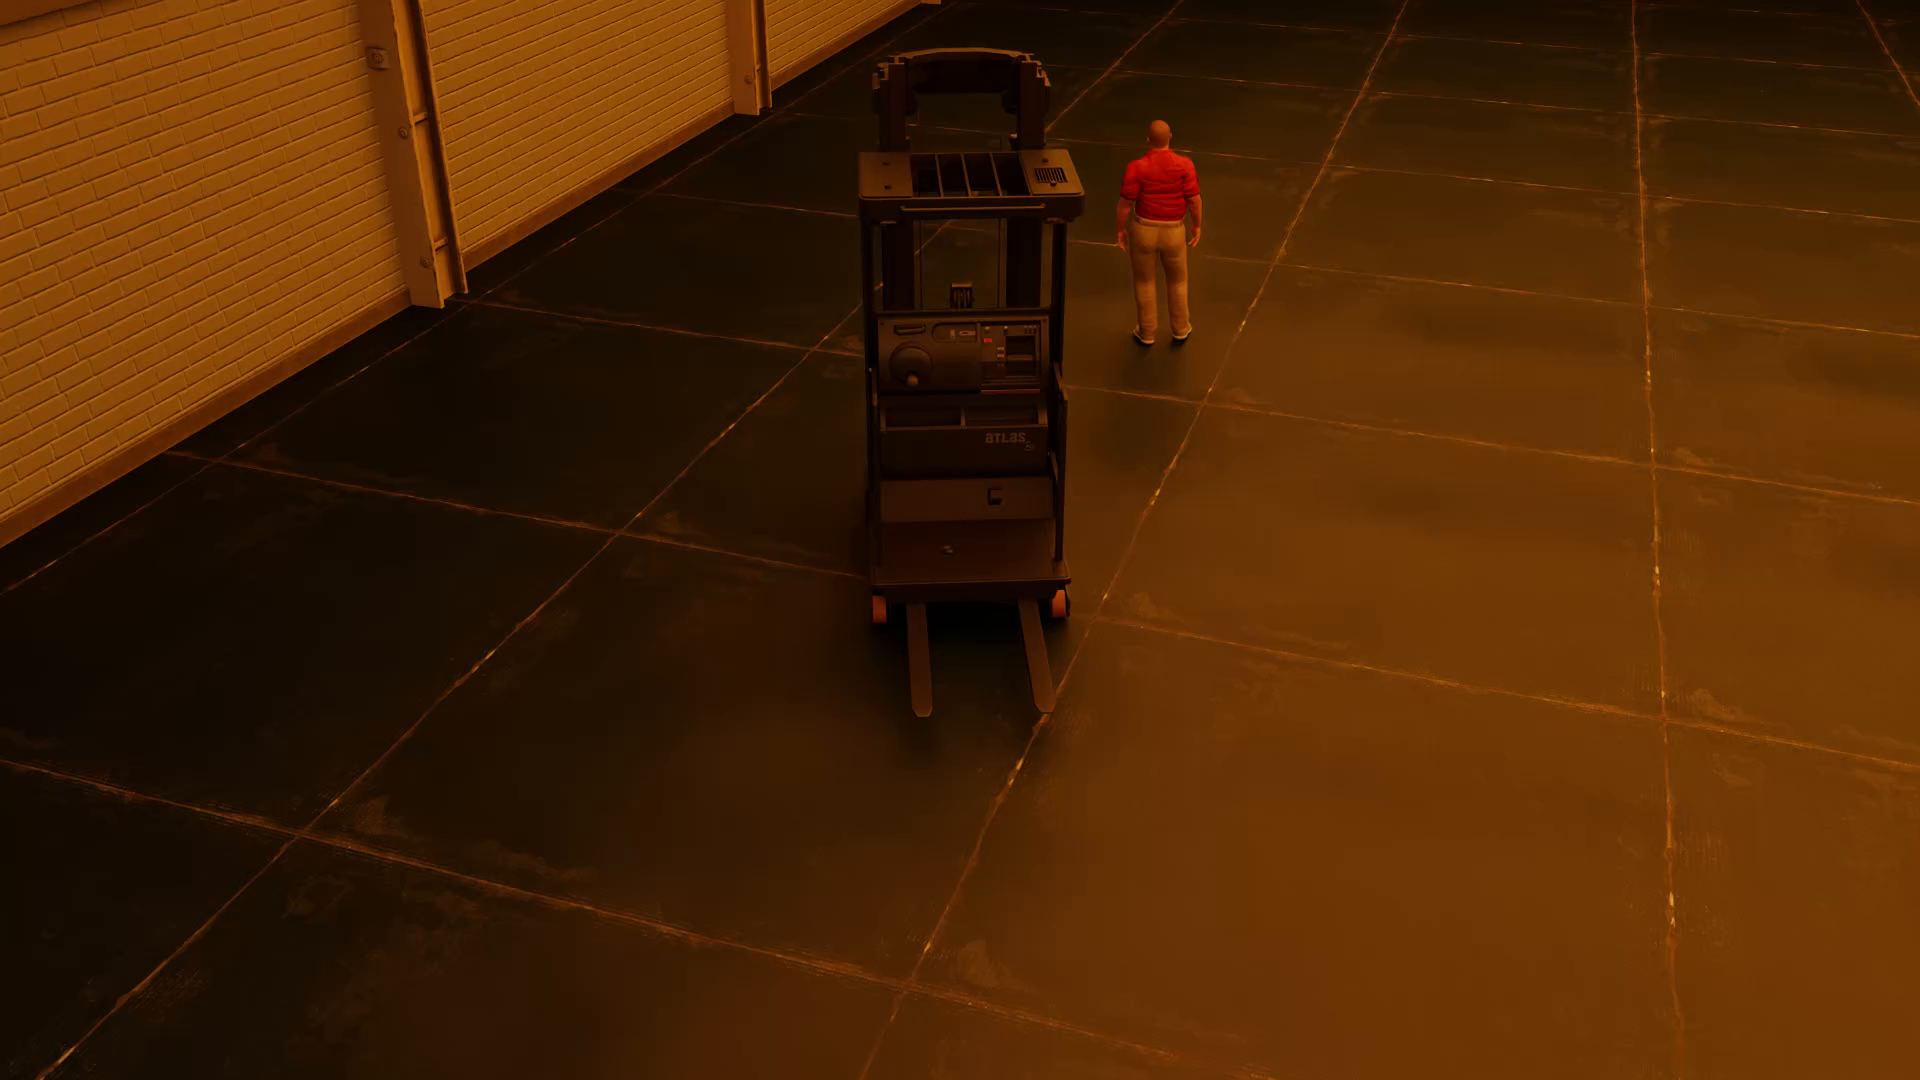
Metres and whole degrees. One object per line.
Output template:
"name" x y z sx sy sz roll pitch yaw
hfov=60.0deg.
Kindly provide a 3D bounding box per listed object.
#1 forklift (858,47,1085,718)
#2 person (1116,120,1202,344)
"forklift" 0.035 -0.972 8.842 1.130 2.935 3.031 -2 30 -3
"person" 1.476 -2.305 12.380 0.638 1.727 0.551 2 30 3
